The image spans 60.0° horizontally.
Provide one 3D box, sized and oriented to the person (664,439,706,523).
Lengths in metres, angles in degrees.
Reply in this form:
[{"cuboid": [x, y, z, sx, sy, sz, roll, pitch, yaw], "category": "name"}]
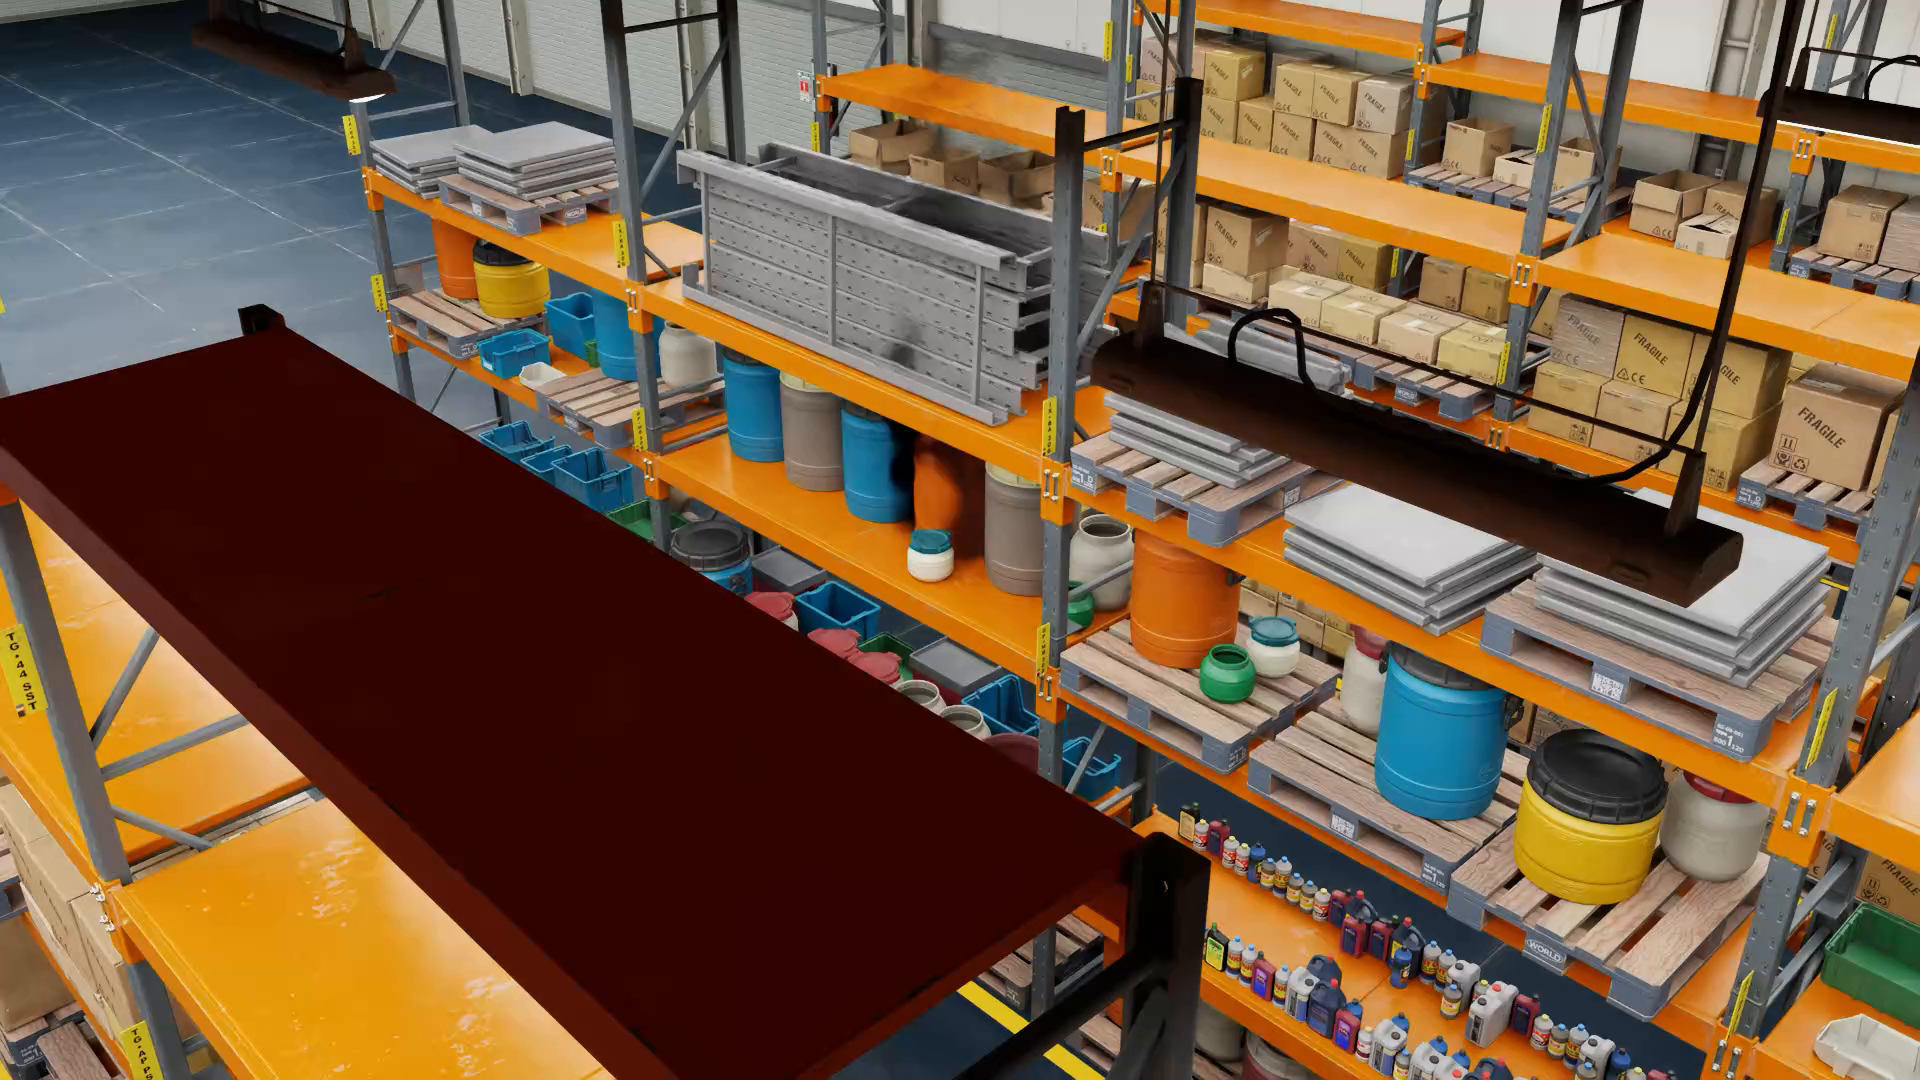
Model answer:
[{"cuboid": [-2.681, -0.487, 16.009, 0.602, 1.681, 0.664, 18, 33, 29], "category": "person"}]
